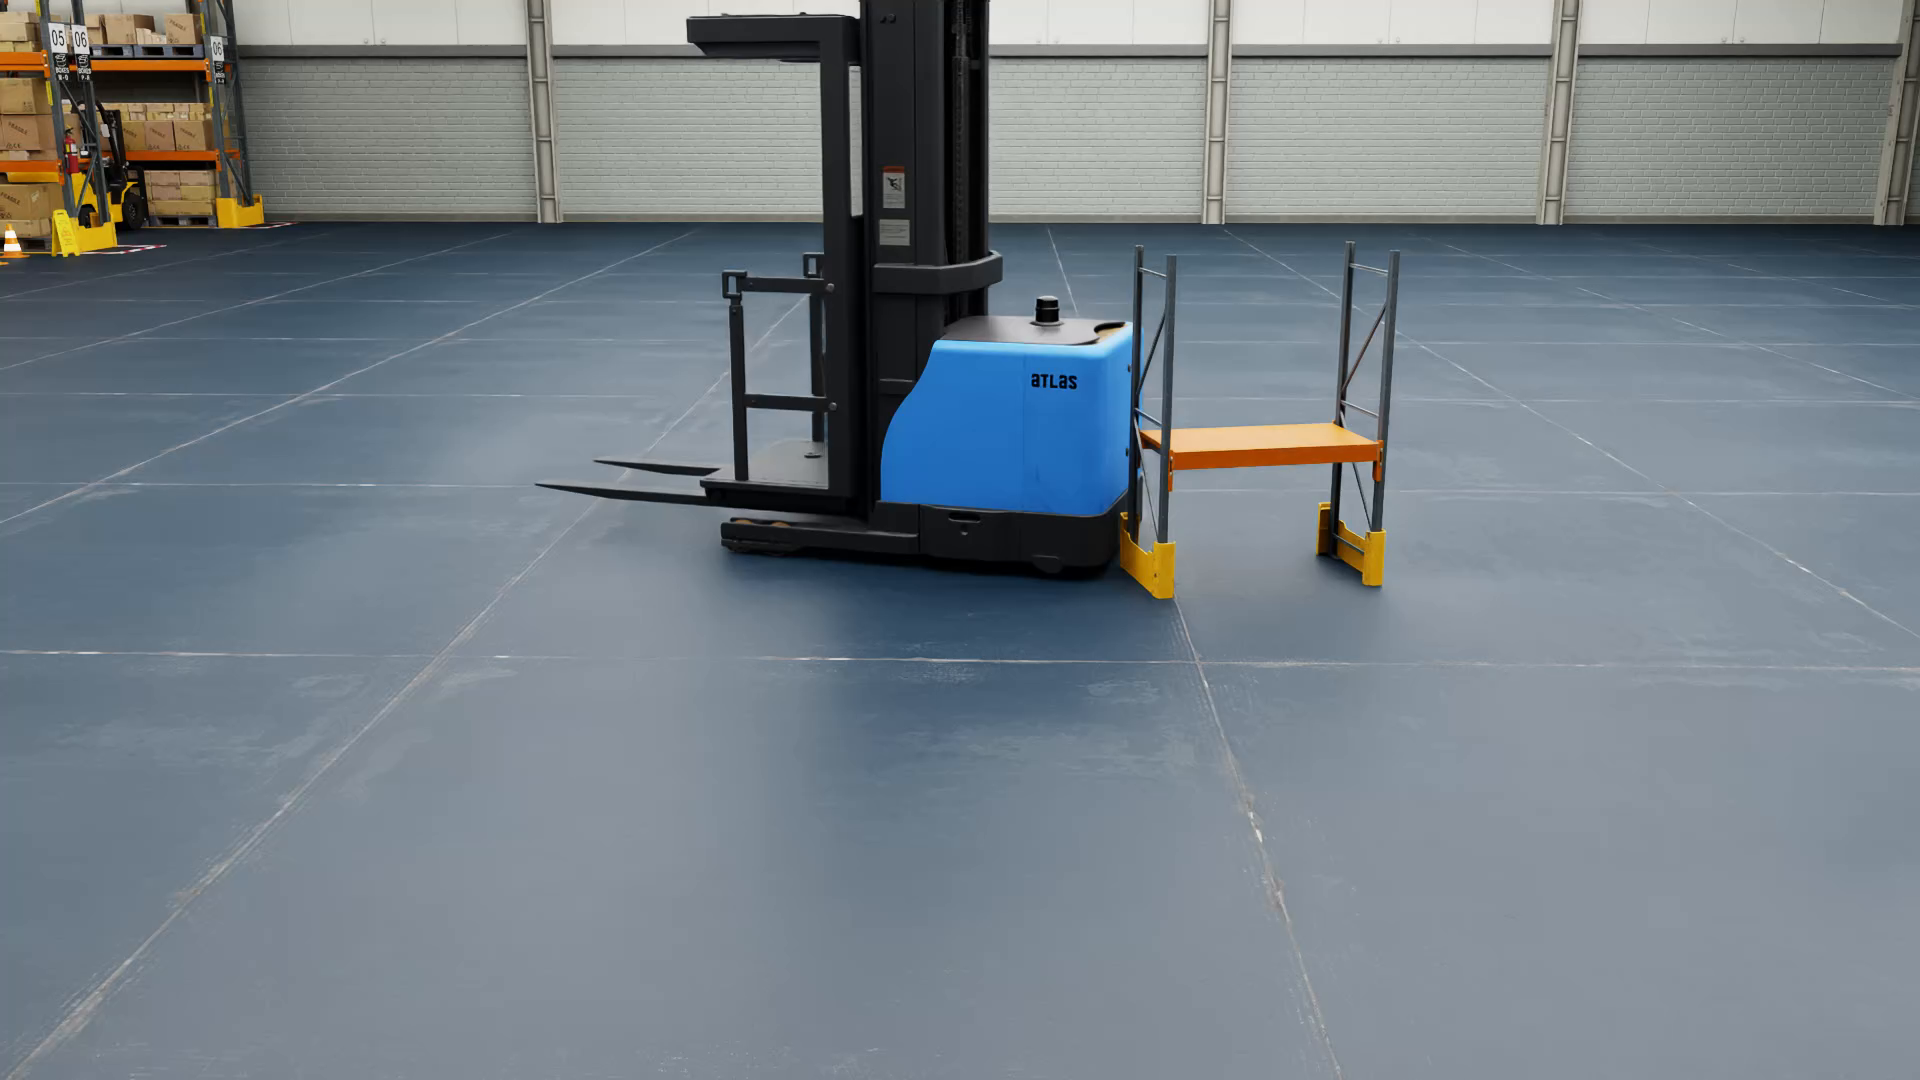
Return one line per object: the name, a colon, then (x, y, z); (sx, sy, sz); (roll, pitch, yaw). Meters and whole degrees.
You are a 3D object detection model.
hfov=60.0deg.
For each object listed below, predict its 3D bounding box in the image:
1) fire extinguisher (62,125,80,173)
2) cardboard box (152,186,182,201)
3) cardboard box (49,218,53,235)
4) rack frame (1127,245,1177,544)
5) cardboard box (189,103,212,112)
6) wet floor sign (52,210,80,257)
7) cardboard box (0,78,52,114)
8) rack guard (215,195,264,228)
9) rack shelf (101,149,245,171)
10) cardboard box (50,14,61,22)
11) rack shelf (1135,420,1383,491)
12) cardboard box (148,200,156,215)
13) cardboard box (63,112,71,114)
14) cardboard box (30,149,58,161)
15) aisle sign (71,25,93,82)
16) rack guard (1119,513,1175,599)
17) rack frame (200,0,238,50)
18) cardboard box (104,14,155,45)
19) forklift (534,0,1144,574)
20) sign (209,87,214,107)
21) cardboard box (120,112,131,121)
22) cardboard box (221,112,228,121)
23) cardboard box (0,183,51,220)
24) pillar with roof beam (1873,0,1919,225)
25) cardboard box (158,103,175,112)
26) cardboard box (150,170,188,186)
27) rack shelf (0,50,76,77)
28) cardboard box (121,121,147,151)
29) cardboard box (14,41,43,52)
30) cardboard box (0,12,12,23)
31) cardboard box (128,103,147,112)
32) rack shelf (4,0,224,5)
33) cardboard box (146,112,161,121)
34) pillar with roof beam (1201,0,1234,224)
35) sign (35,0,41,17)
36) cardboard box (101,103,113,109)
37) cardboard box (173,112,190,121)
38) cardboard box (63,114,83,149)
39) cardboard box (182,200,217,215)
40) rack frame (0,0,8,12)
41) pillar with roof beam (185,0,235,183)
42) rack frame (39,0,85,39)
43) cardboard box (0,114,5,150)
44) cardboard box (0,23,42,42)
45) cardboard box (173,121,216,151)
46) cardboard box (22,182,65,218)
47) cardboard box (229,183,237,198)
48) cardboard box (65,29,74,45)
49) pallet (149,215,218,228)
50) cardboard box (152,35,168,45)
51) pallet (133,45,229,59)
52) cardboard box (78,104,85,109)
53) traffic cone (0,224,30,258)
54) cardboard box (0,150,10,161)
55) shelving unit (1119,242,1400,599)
fire extinguisher: (-12.788, -5.613, 23.888); (0.183, 0.674, 0.296); (0, 15, 1)
cardboard box: (-13.764, -6.080, 29.090); (0.500, 0.250, 0.500); (0, 15, 1)
cardboard box: (-13.690, -4.718, 24.910); (0.500, 0.250, 0.500); (0, 15, 1)
rack frame: (0.851, -0.540, 7.445); (0.032, 1.500, 0.500); (-3, 15, -11)
cardboard box: (-13.132, -7.489, 28.796); (0.250, 0.149, 0.380); (0, 15, 2)
wet floor sign: (-12.729, -4.356, 23.587); (0.232, 0.644, 0.267); (6, 16, 21)
cardboard box: (-13.407, -6.392, 23.949); (0.500, 0.500, 0.700); (0, 15, 0)
rack guard: (-12.744, -5.826, 29.442); (0.348, 0.500, 1.175); (0, 15, 1)
rack shelf: (-14.767, -6.700, 29.265); (4.000, 0.370, 1.077); (0, 15, 1)
cardboard box: (-13.241, -7.538, 24.080); (0.250, 0.149, 0.380); (0, 15, 1)
rack shelf: (1.349, -0.392, 7.590); (1.000, 0.185, 0.538); (-3, 15, -11)
cardboard box: (-14.243, -5.842, 29.170); (0.500, 0.250, 0.500); (1, 15, 2)
cardboard box: (-15.428, -7.335, 28.795); (0.250, 0.149, 0.380); (0, 15, 1)
cardboard box: (-13.270, -5.595, 24.161); (0.250, 0.149, 0.380); (1, 15, 3)
aisle sign: (-12.821, -7.105, 24.292); (0.004, 0.787, 0.394); (0, 15, 1)
rack guard: (0.852, 0.065, 7.605); (0.087, 0.250, 0.587); (-3, 15, -11)
rack frame: (-12.768, -9.936, 28.359); (0.127, 3.000, 1.000); (0, 15, 1)
cardboard box: (-14.238, -8.758, 28.560); (0.500, 0.500, 0.700); (0, 15, 2)
forklift: (-0.653, -1.459, 8.124); (3.031, 2.935, 1.130); (5, 15, 17)
sign: (-12.796, -7.571, 28.422); (0.005, 0.325, 0.100); (0, 15, 1)
cardboard box: (-14.405, -7.330, 28.774); (0.250, 0.149, 0.380); (0, 15, 2)
cardboard box: (-13.101, -7.465, 29.288); (0.250, 0.149, 0.380); (0, 15, 0)
cardboard box: (-13.699, -4.944, 24.295); (0.500, 0.500, 0.500); (0, 15, 2)
pillar with roof beam: (16.439, -8.877, 24.345); (0.400, 9.000, 9.100); (0, 15, 1)
cardboard box: (-13.641, -7.478, 28.752); (0.250, 0.149, 0.380); (1, 15, 3)
cardboard box: (-13.747, -6.317, 29.010); (0.500, 0.250, 0.500); (1, 15, 2)
rack shelf: (-14.890, -6.884, 24.084); (4.000, 0.370, 1.077); (0, 15, 1)
cardboard box: (-14.297, -7.028, 28.904); (0.500, 0.500, 0.500); (0, 15, 0)
cardboard box: (-13.255, -7.029, 23.714); (0.250, 0.149, 0.380); (0, 15, 2)
cardboard box: (-13.494, -7.422, 23.640); (0.250, 0.149, 0.380); (1, 15, 2)
cardboard box: (-14.151, -7.472, 28.729); (0.250, 0.149, 0.380); (1, 15, 3)
rack shelf: (-14.767, -9.407, 28.551); (4.000, 0.370, 1.077); (0, 15, 1)
cardboard box: (-13.883, -7.343, 28.826); (0.250, 0.149, 0.380); (0, 15, 1)
pillar with roof beam: (4.443, -8.955, 24.641); (0.400, 9.000, 9.100); (0, 15, 1)
sign: (-12.925, -7.506, 23.294); (0.005, 0.325, 0.100); (0, 15, 1)
cardboard box: (-14.665, -7.498, 28.828); (0.250, 0.149, 0.380); (1, 15, 2)
cardboard box: (-13.378, -7.322, 28.744); (0.250, 0.149, 0.380); (1, 15, 2)
cardboard box: (-13.358, -6.035, 24.555); (0.500, 0.500, 0.500); (0, 15, 1)
cardboard box: (-13.246, -5.831, 29.127); (0.500, 0.250, 0.500); (0, 15, 2)
rack frame: (-16.767, -9.962, 28.457); (0.127, 3.000, 1.000); (0, 15, 1)
pillar with roof beam: (-13.551, -9.072, 25.086); (0.400, 9.000, 9.100); (0, 15, 1)
rack frame: (-12.891, -8.670, 23.561); (0.127, 3.000, 1.000); (0, 15, 1)
cardboard box: (-13.941, -5.899, 24.039); (0.500, 0.500, 0.500); (0, 15, 2)
cardboard box: (-13.410, -7.225, 23.677); (0.500, 0.250, 0.500); (0, 15, 1)
cardboard box: (-13.267, -7.019, 28.870); (0.500, 0.500, 0.500); (0, 15, 0)
cardboard box: (-13.714, -5.081, 24.815); (0.500, 0.500, 0.500); (0, 15, 0)
cardboard box: (-13.233, -6.206, 29.570); (0.500, 0.250, 0.500); (1, 15, 2)
cardboard box: (-15.291, -8.611, 28.461); (0.258, 0.266, 0.396); (0, 15, 0)
pallet: (-13.534, -5.681, 29.458); (1.213, 0.211, 1.003); (0, 15, 1)
cardboard box: (-13.604, -8.543, 28.434); (0.250, 0.149, 0.380); (0, 15, 0)
pallet: (-13.474, -8.454, 28.795); (1.213, 0.211, 1.003); (0, 15, 1)
cardboard box: (-15.166, -7.501, 28.839); (0.250, 0.149, 0.380); (0, 15, 1)
traffic cone: (-13.354, -4.216, 23.413); (0.334, 0.463, 0.336); (0, 15, 1)
cardboard box: (-13.782, -5.576, 24.087); (0.250, 0.149, 0.380); (0, 15, 0)
shelving unit: (1.340, -0.565, 7.543); (1.083, 1.500, 0.587); (-3, 15, -11)
